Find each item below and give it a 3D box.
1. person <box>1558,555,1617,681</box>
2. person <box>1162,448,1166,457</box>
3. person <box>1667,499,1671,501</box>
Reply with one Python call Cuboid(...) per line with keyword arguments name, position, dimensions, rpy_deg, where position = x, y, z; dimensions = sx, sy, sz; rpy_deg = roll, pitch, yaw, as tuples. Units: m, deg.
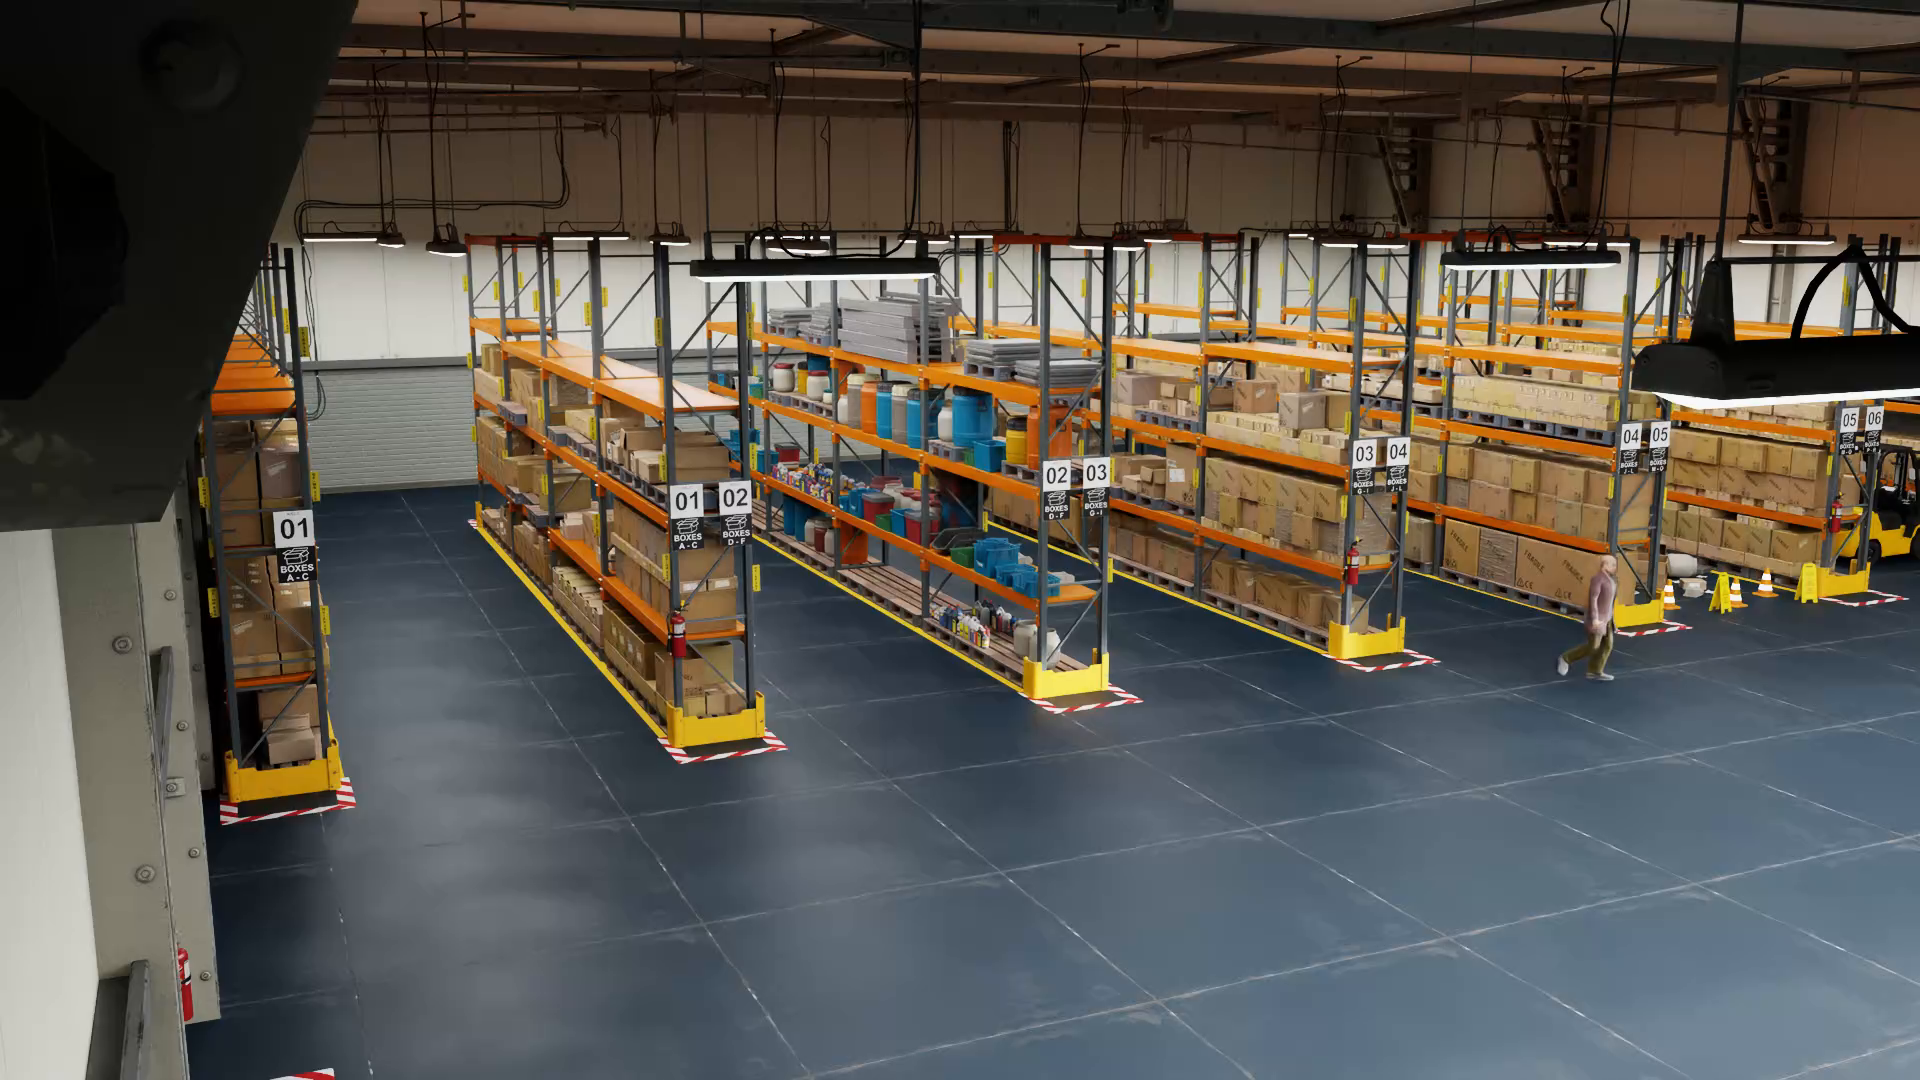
Cuboid(name="person", position=(8.691, 1.069, 22.947), dimensions=(0.762, 1.751, 0.658), rpy_deg=(-10, 15, -43))
Cuboid(name="person", position=(5.414, -2.418, 41.703), dimensions=(0.963, 1.592, 0.617), rpy_deg=(-2, 11, -12))
Cuboid(name="person", position=(14.538, -0.973, 33.919), dimensions=(0.570, 1.638, 0.723), rpy_deg=(-7, 13, -32))
